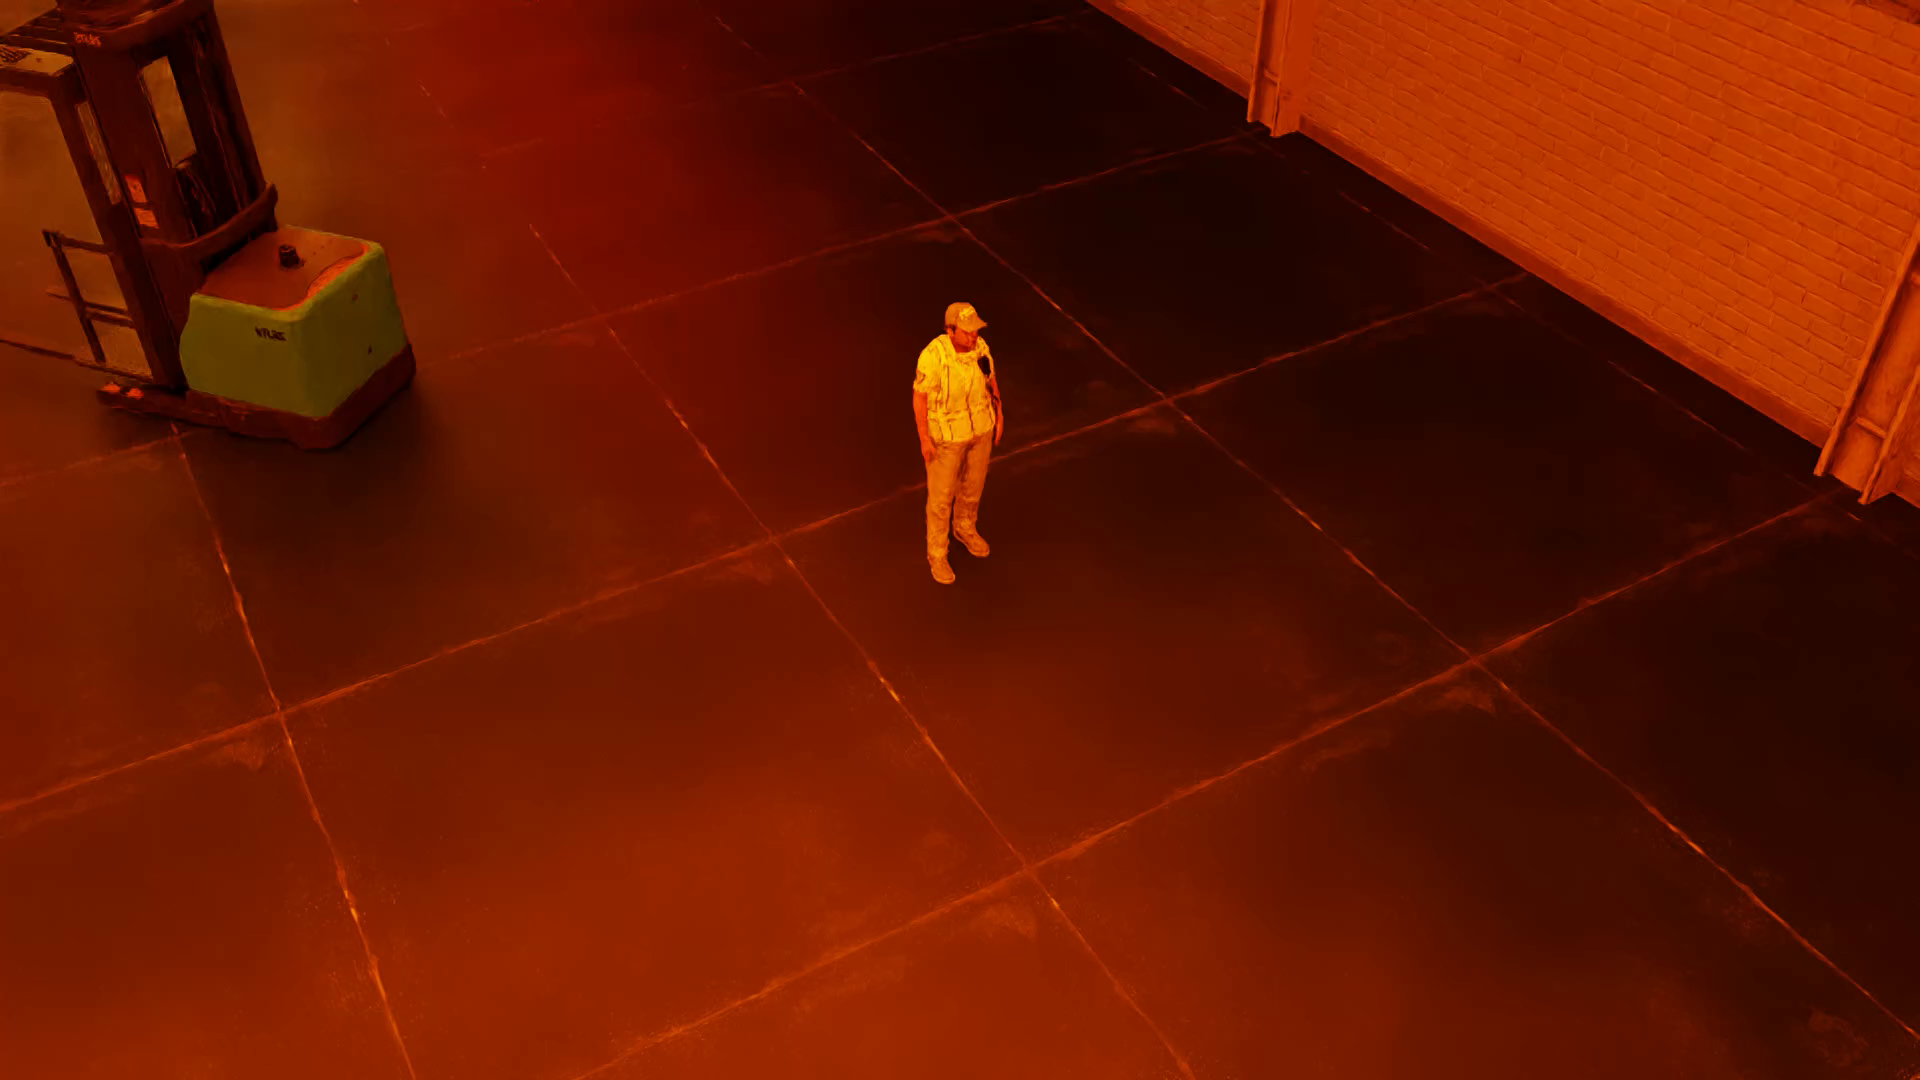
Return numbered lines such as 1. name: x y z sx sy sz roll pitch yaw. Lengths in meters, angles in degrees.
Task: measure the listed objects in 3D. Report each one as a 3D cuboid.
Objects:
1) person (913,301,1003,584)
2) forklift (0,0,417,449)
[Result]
1. person: 0.019 -0.593 9.739 0.598 1.659 0.529 -20 44 -23
2. forklift: -5.378 -2.298 10.806 3.031 2.935 1.130 13 41 15
